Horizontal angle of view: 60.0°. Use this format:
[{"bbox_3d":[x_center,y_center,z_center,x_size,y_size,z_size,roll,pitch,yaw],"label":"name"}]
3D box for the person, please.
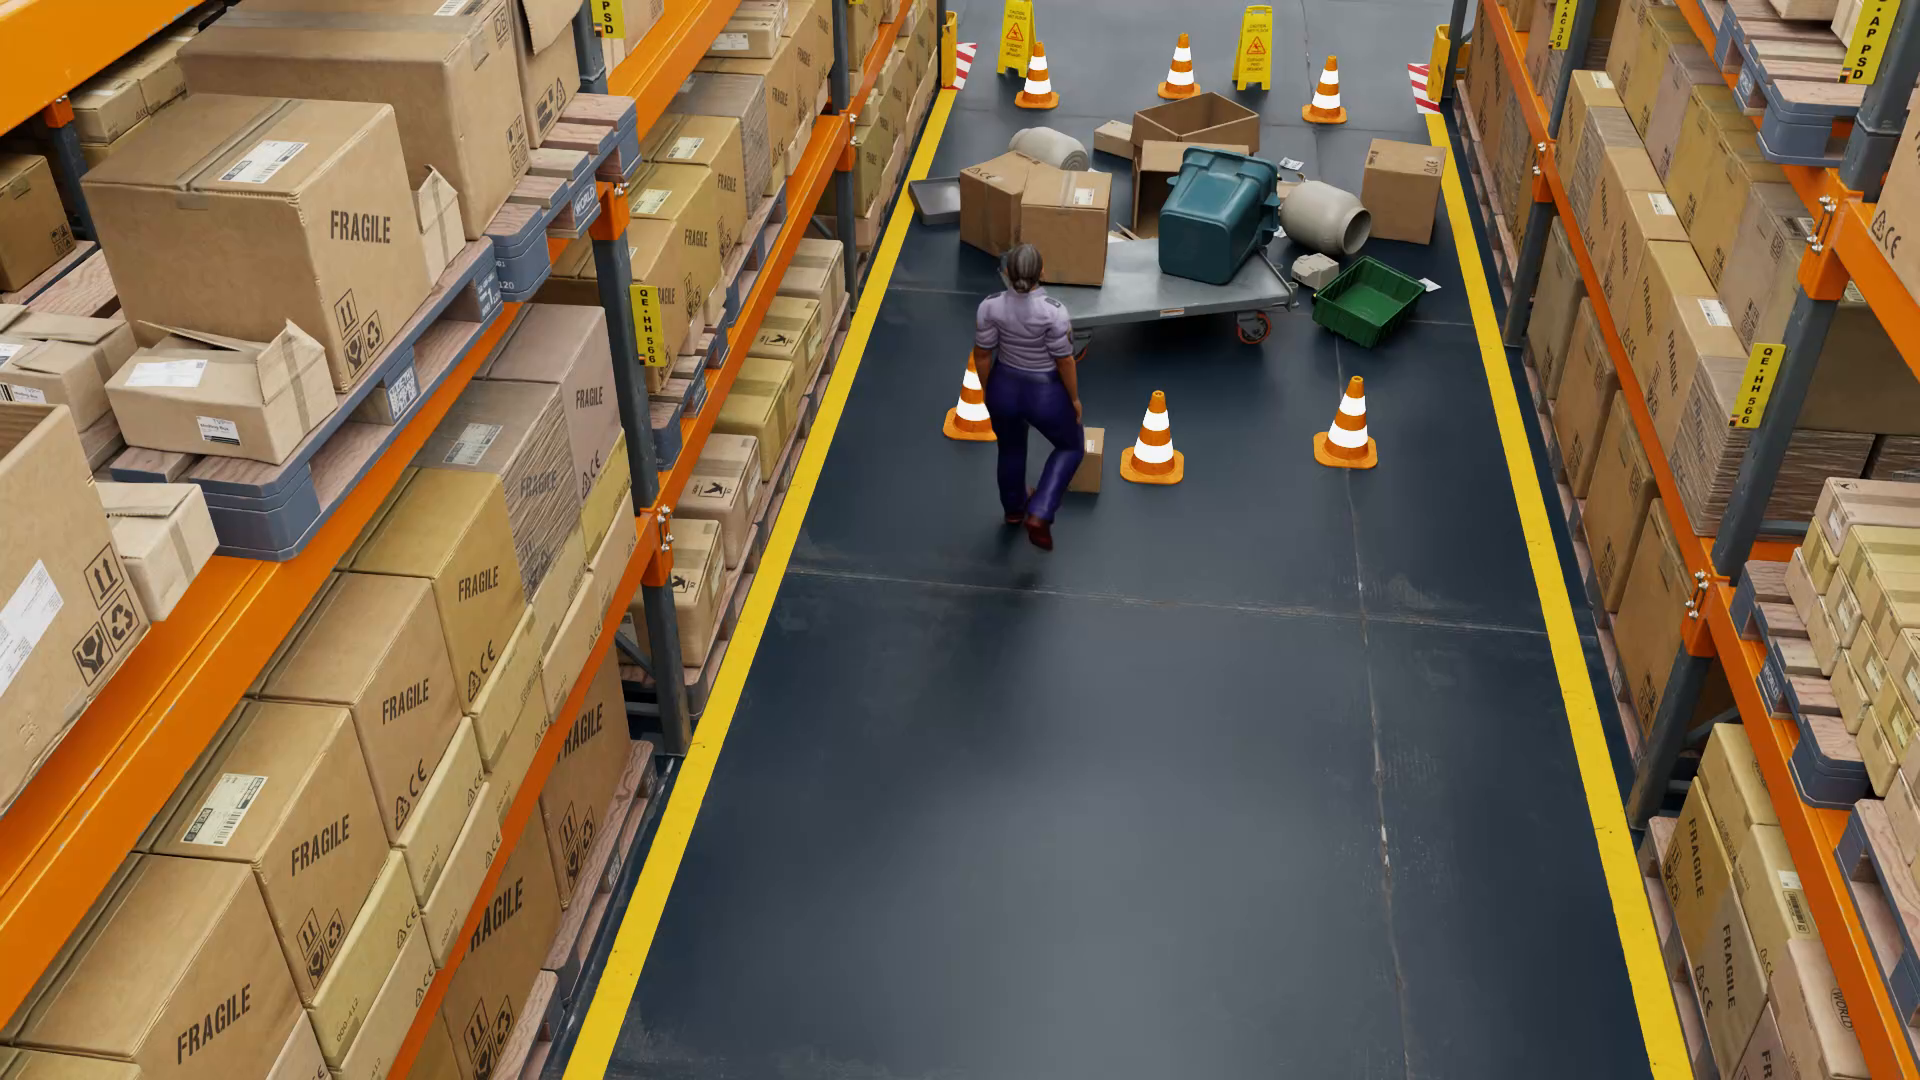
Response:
[{"bbox_3d":[0.338,-0.706,7.972,0.520,1.635,0.639,13,38,17],"label":"person"}]
